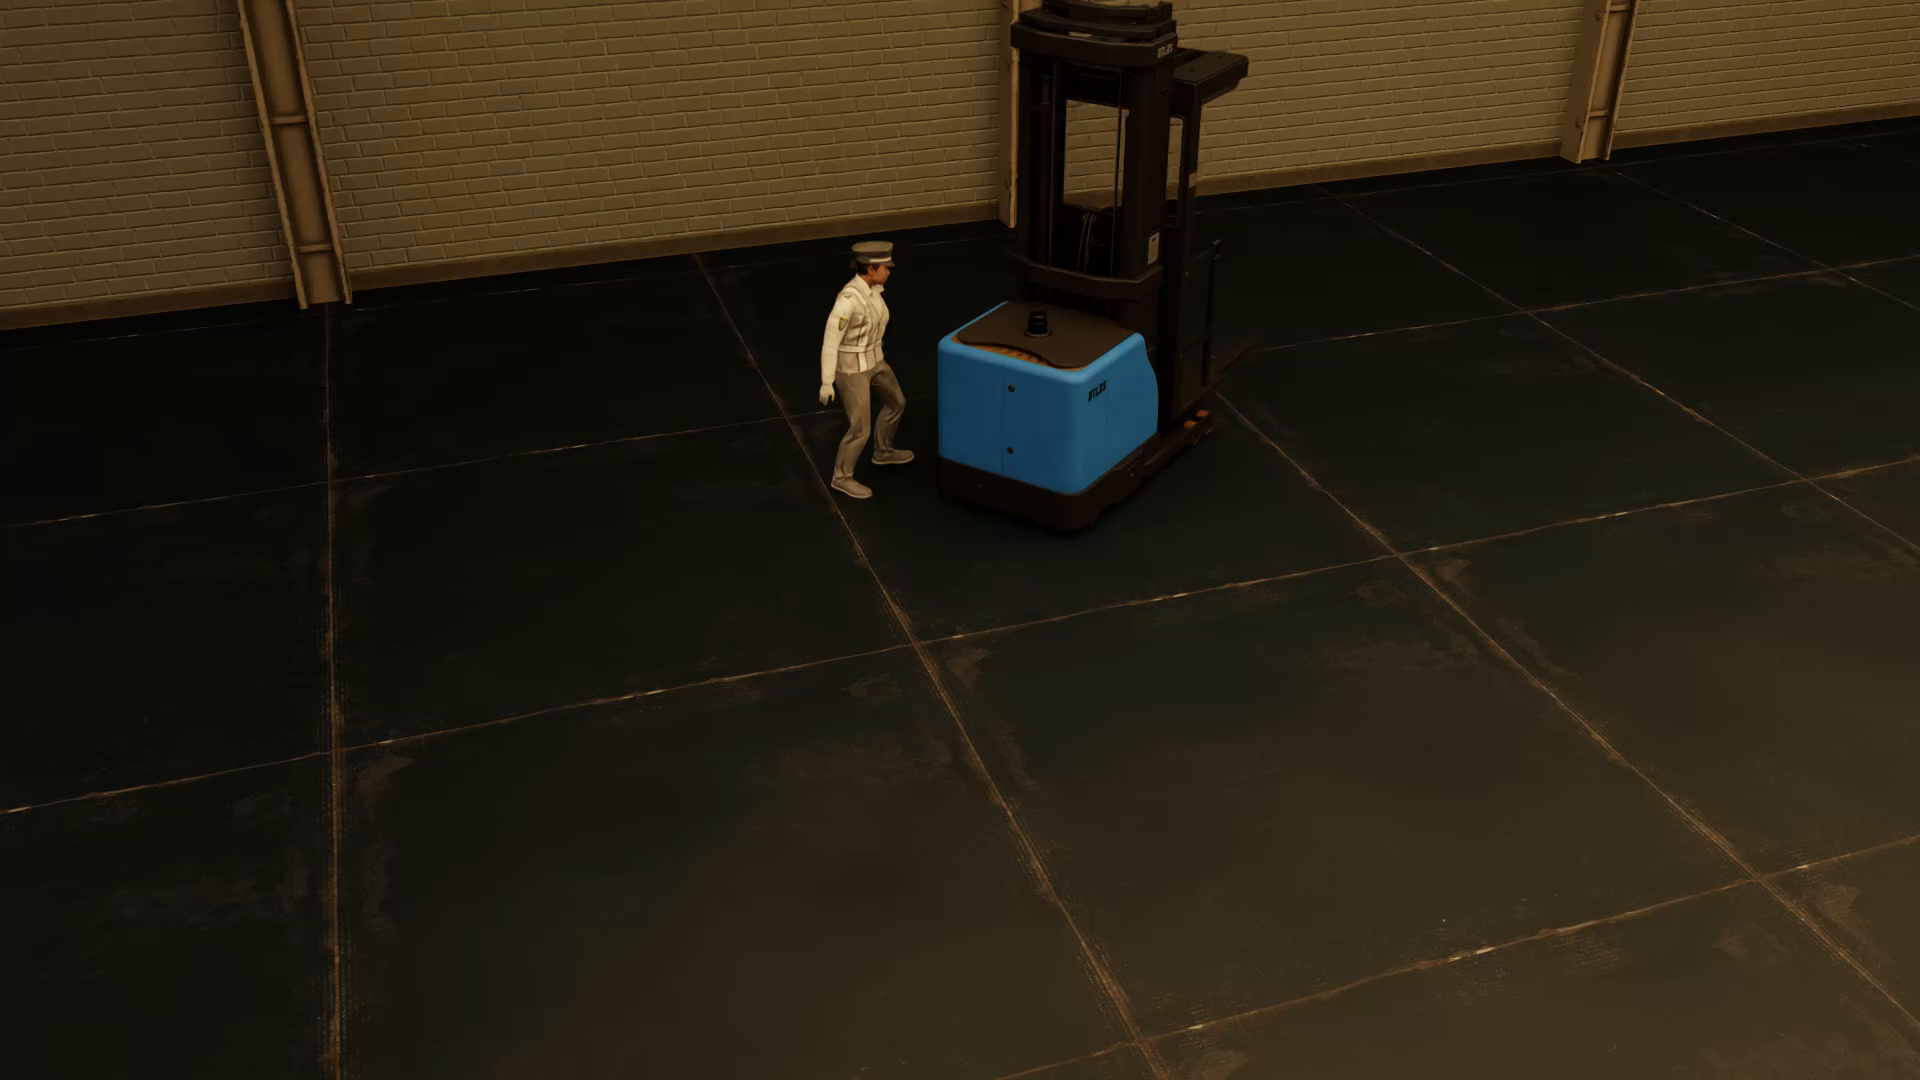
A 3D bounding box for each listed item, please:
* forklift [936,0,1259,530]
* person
[{"bbox_3d":[1.076,-2.019,10.597,1.130,2.935,3.031,18,35,28],"label":"forklift"},{"bbox_3d":[-0.581,-1.061,10.239,0.398,1.642,0.794,12,32,20],"label":"person"}]
